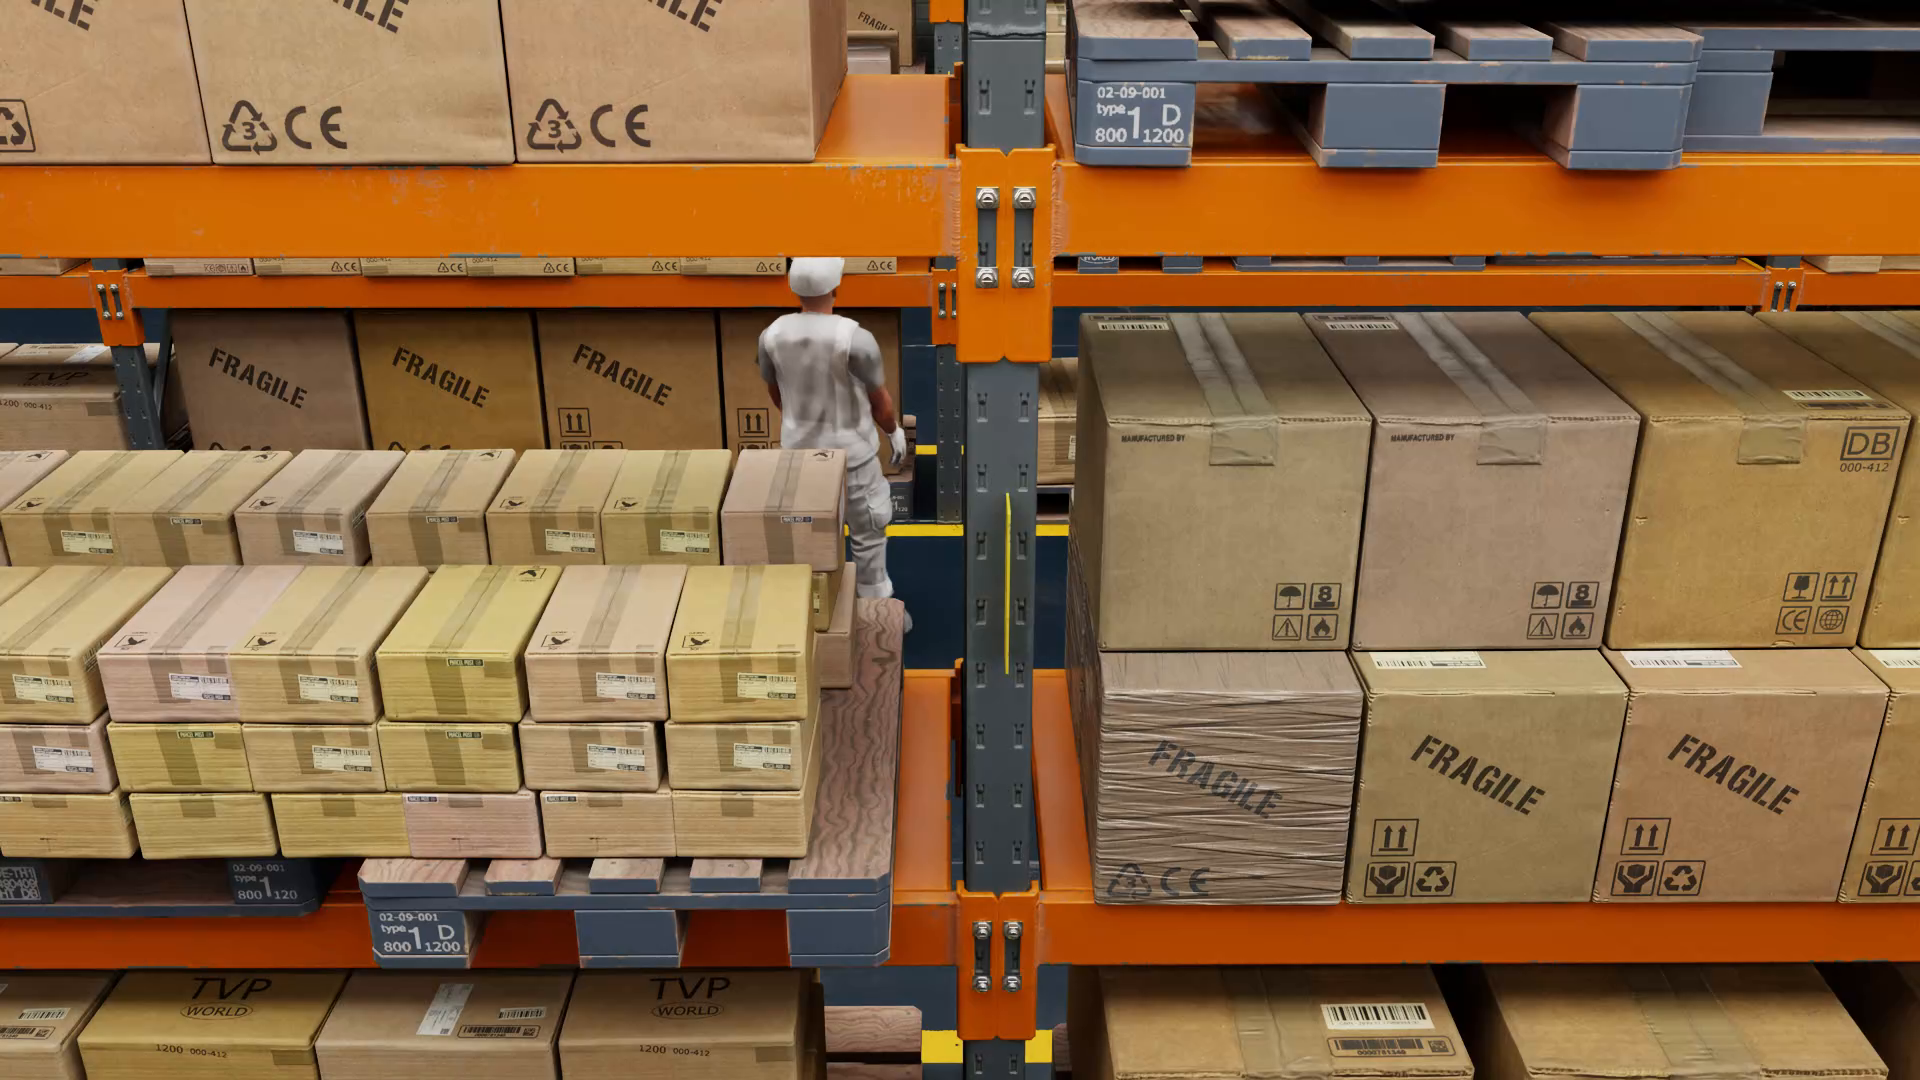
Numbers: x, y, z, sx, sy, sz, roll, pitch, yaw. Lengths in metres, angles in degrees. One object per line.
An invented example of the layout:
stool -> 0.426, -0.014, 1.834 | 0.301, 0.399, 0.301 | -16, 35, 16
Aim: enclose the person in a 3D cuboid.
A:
person -> -0.431, -0.366, 6.891 | 0.625, 1.794, 0.596 | 13, 27, 27
